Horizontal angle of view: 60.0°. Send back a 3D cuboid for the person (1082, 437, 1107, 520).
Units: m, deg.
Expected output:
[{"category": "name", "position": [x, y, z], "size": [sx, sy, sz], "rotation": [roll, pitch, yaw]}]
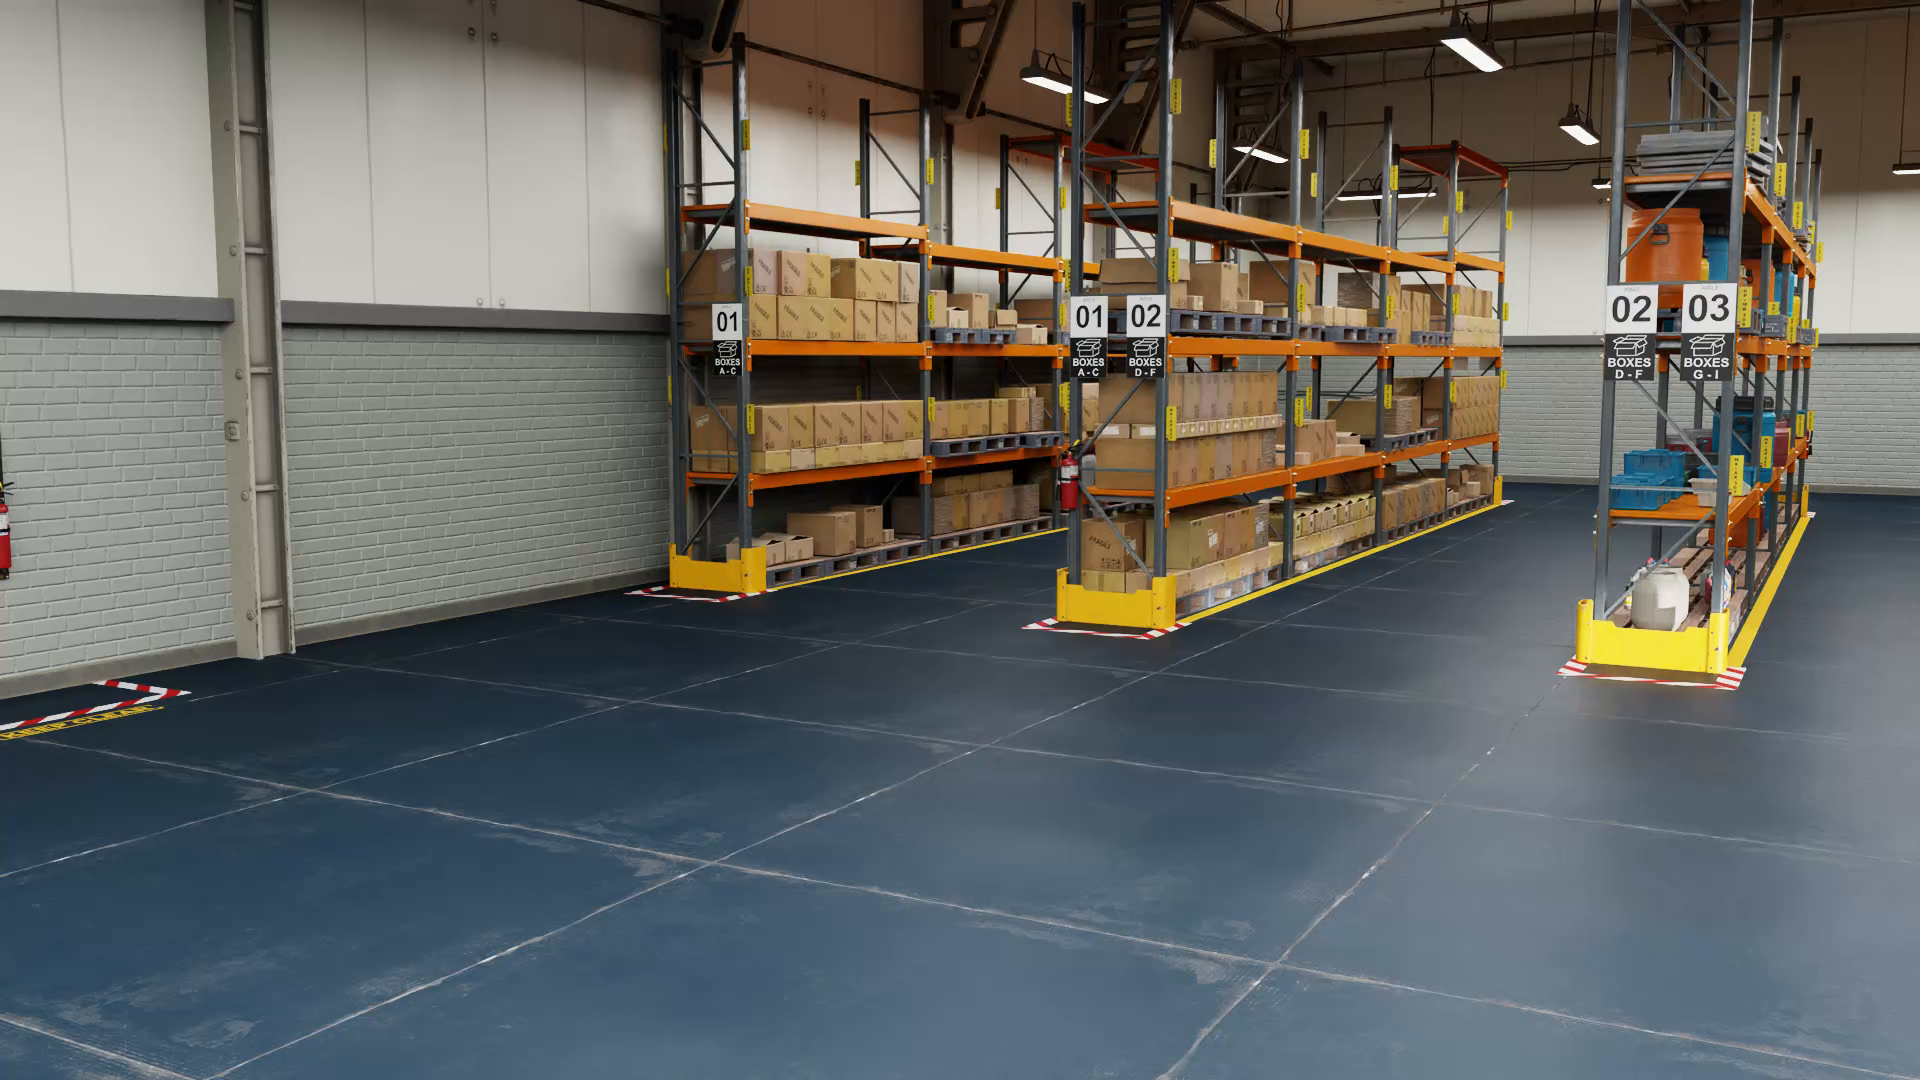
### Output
[{"category": "person", "position": [1.661, -0.527, 21.265], "size": [0.436, 1.588, 0.562], "rotation": [2, 6, 16]}]
